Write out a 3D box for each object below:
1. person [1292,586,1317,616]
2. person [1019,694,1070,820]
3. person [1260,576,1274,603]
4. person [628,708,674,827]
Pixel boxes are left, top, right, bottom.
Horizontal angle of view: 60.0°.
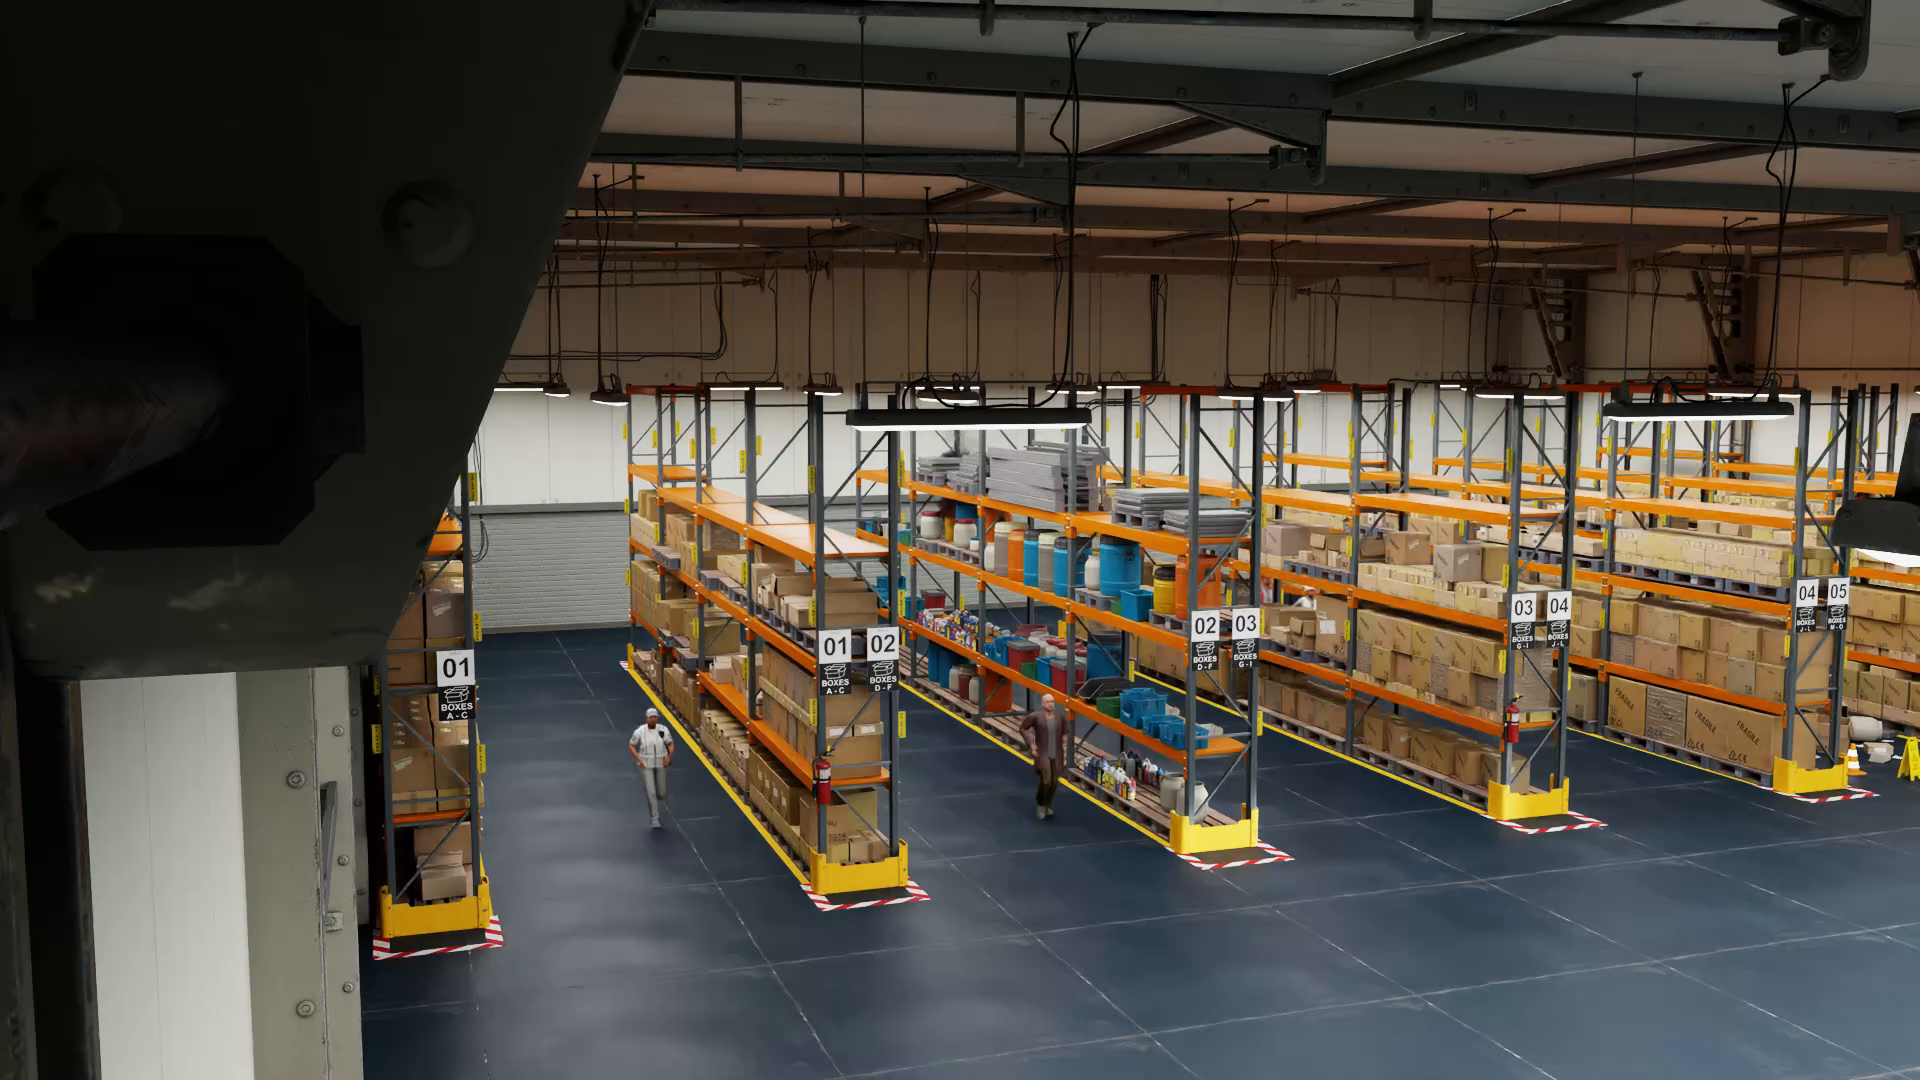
[{"bbox_3d":[7.418,1.814,35.271,0.630,1.777,0.703,-2,6,-21],"label":"person"},{"bbox_3d":[1.245,3.053,23.328,0.688,1.779,0.700,-2,6,-18],"label":"person"},{"bbox_3d":[6.791,1.625,36.987,0.640,1.842,0.789,-2,6,-17],"label":"person"},{"bbox_3d":[-4.281,3.130,23.133,0.624,1.622,0.702,-2,6,-21],"label":"person"}]
